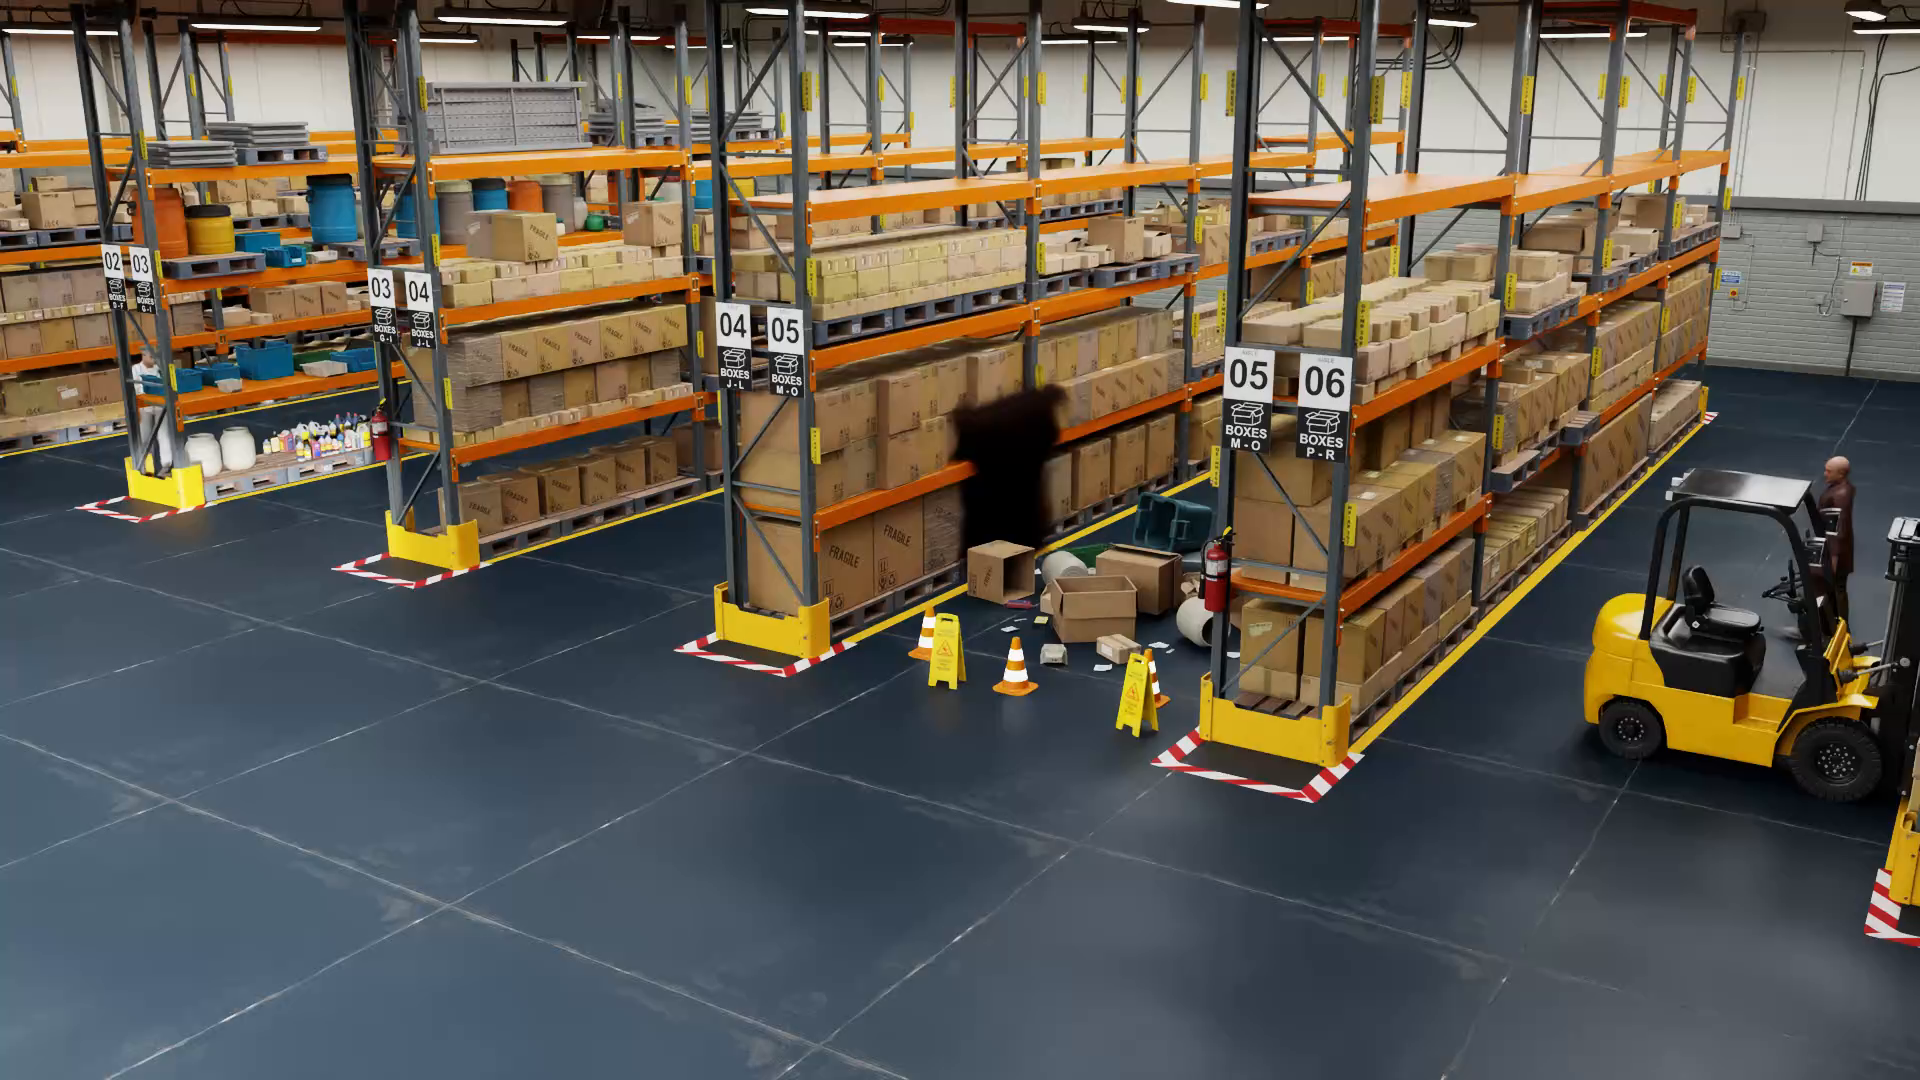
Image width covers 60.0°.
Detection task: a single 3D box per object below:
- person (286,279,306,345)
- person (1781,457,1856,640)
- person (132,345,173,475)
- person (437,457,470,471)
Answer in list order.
[{"bbox_3d":[-12.107,-3.997,30.324,0.400,1.831,0.572,7,17,25],"label":"person"},{"bbox_3d":[8.196,0.084,15.619,0.591,1.779,0.523,-10,18,-31],"label":"person"},{"bbox_3d":[-10.799,-1.711,22.275,0.540,1.814,0.429,-7,17,-24],"label":"person"},{"bbox_3d":[-6.988,-1.790,22.587,0.511,1.661,0.491,0,16,-1],"label":"person"}]
